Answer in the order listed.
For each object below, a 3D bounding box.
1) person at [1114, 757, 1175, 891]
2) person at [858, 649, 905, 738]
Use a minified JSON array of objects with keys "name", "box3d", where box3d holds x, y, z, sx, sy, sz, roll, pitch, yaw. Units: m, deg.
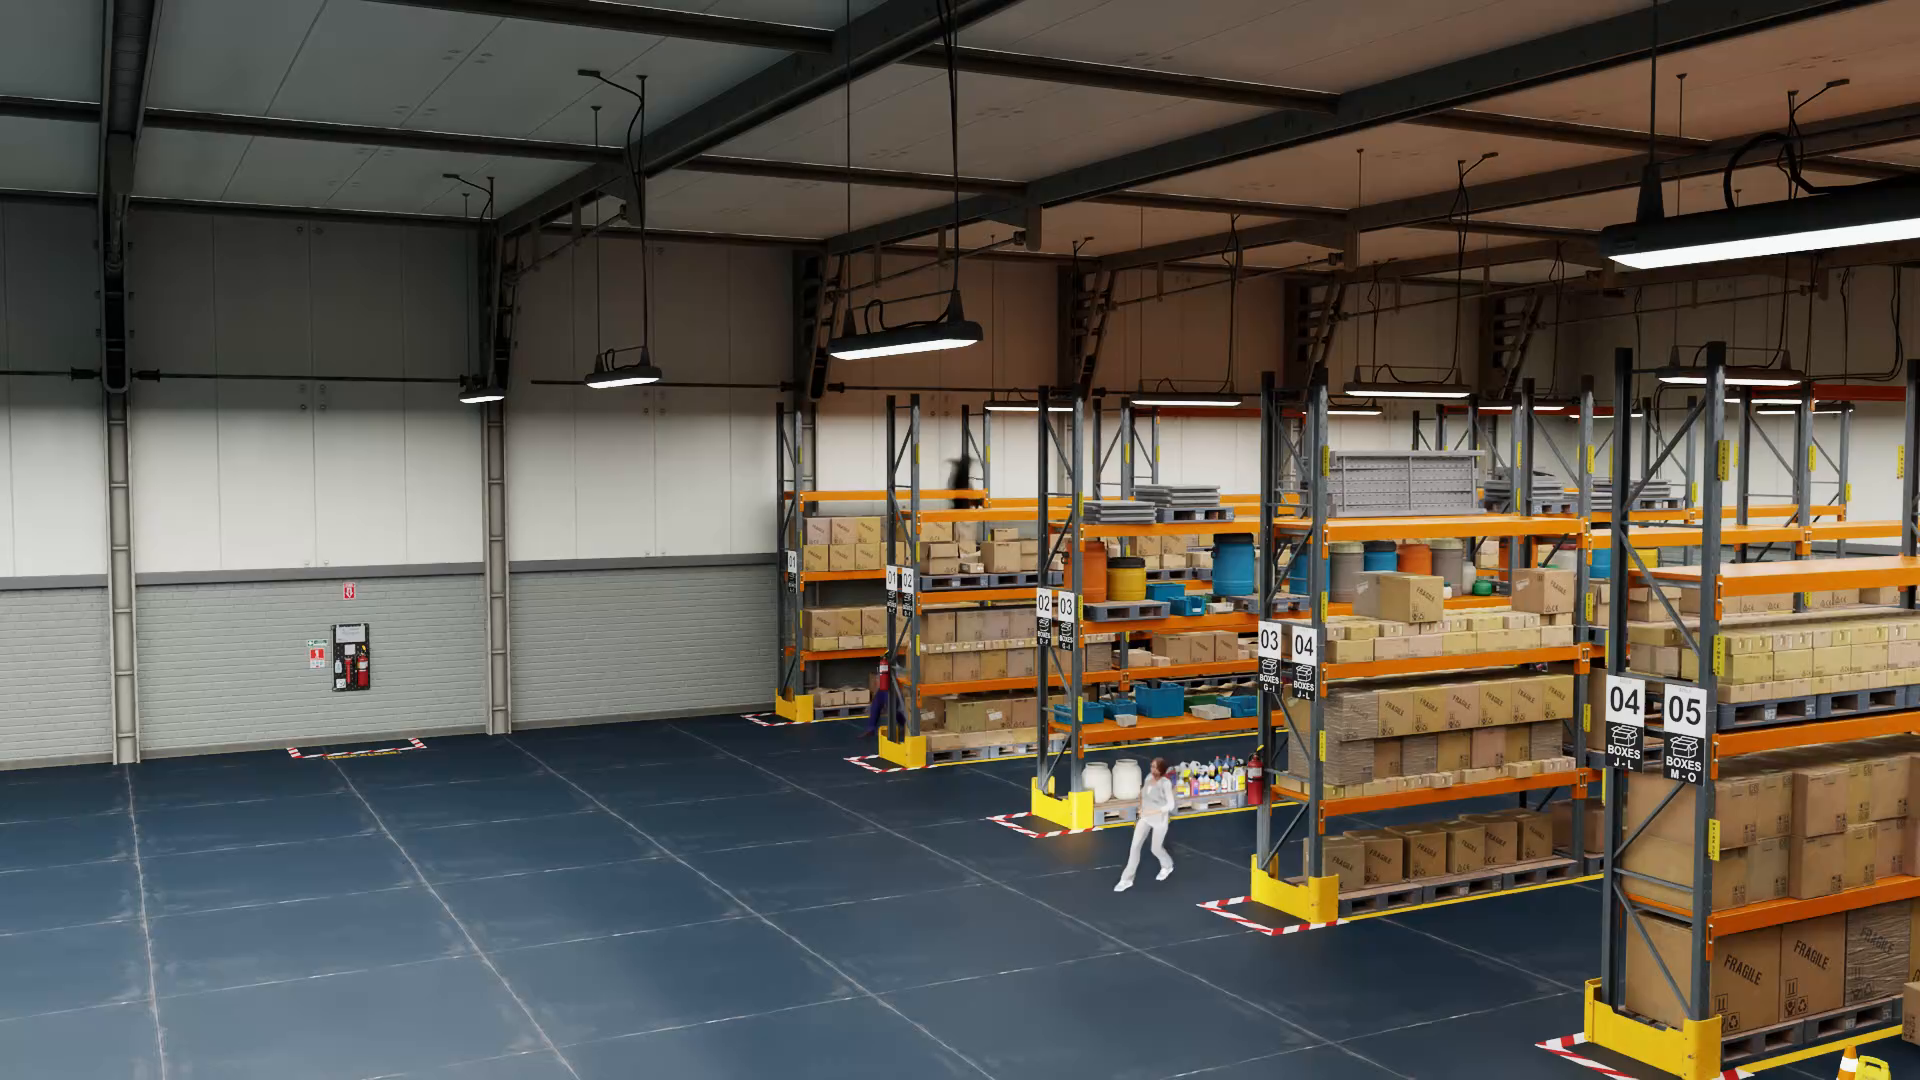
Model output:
[{"name":"person","box3d":[2.264,3.259,19.232,0.574,1.550,0.898,3,4,43]},{"name":"person","box3d":[-1.240,2.682,29.109,0.940,1.593,0.644,-2,4,-29]}]
